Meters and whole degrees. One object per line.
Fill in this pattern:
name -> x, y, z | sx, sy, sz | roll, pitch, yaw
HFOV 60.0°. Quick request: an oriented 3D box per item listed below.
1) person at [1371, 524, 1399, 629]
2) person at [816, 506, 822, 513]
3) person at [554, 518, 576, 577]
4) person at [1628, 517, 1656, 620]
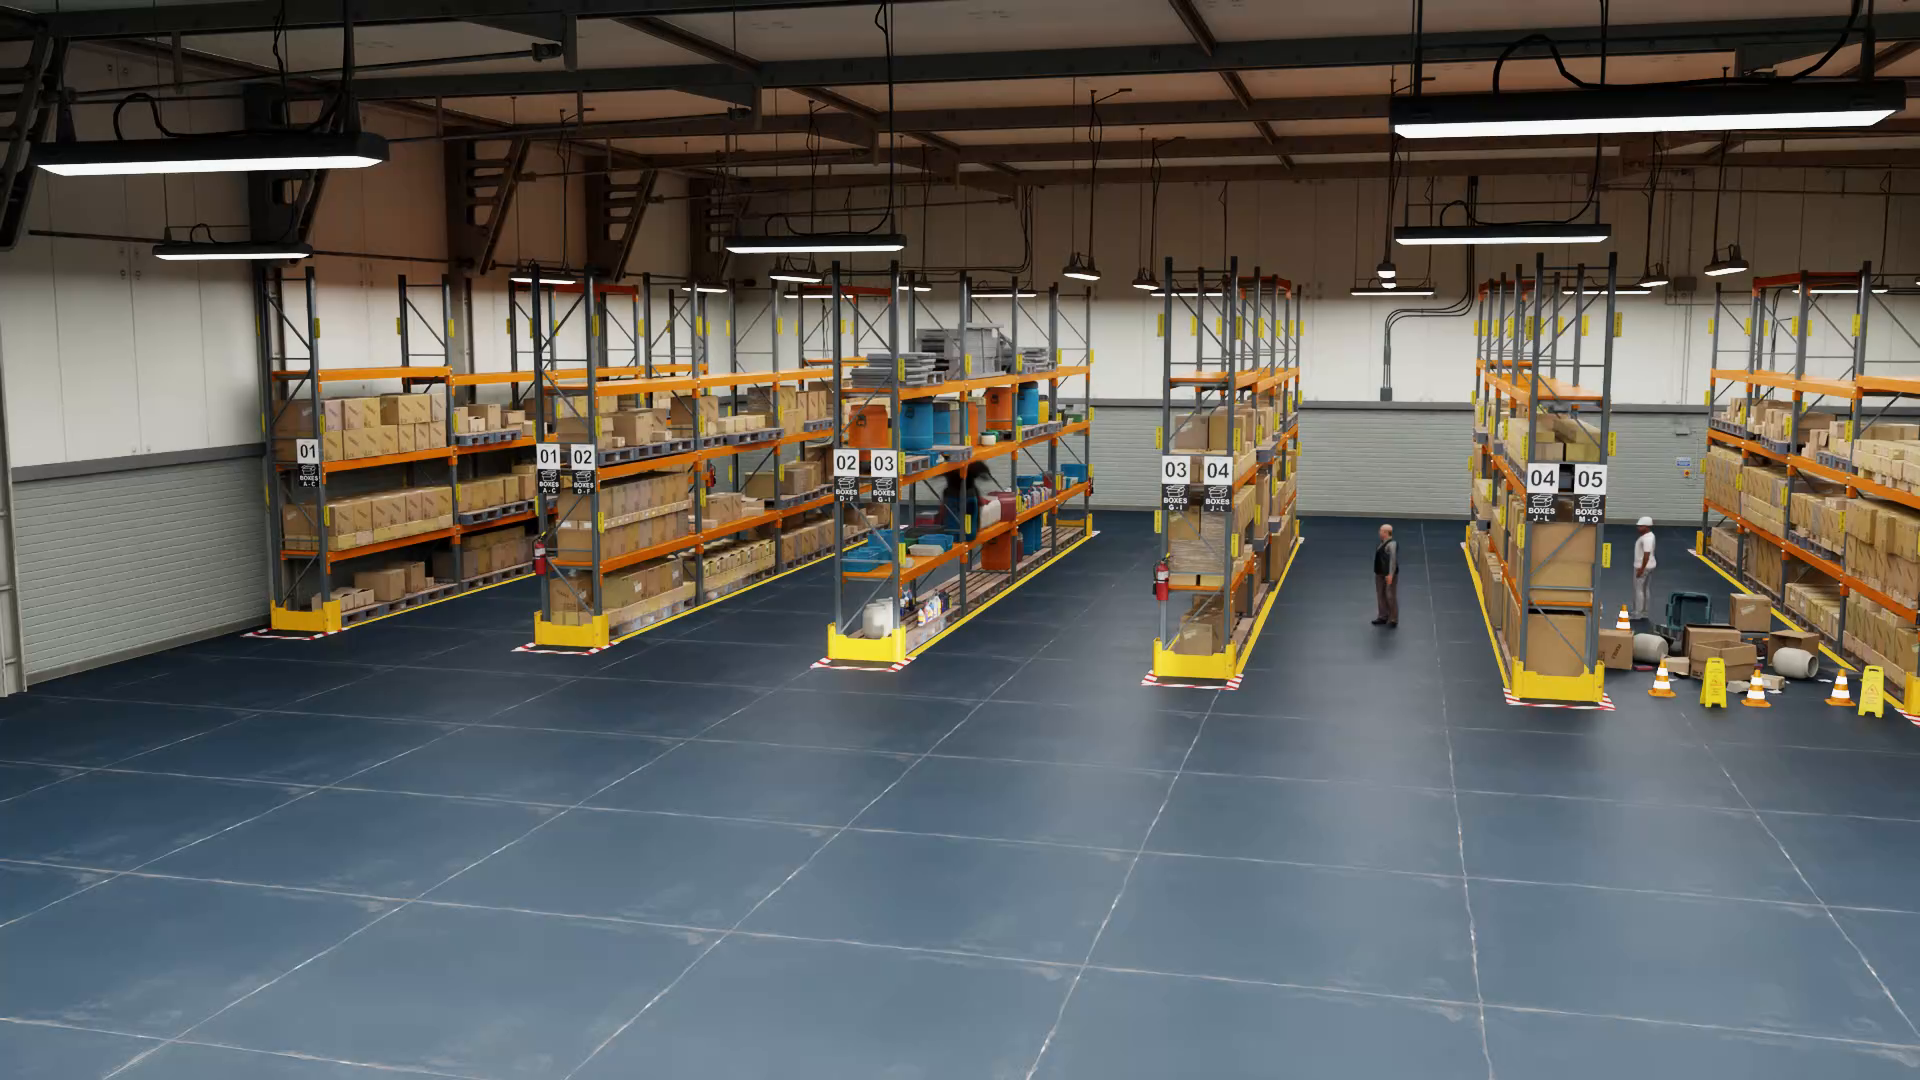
person -> 7.199, 0.609, 28.053 | 0.385, 1.757, 0.554 | -3, 8, -25
person -> -3.892, -1.511, 44.345 | 0.732, 1.760, 0.557 | 2, 8, 17
person -> -7.664, 0.071, 32.497 | 0.435, 1.610, 1.021 | 1, 7, 6
person -> 11.852, 0.485, 28.832 | 0.623, 1.778, 0.420 | -7, 10, -44
